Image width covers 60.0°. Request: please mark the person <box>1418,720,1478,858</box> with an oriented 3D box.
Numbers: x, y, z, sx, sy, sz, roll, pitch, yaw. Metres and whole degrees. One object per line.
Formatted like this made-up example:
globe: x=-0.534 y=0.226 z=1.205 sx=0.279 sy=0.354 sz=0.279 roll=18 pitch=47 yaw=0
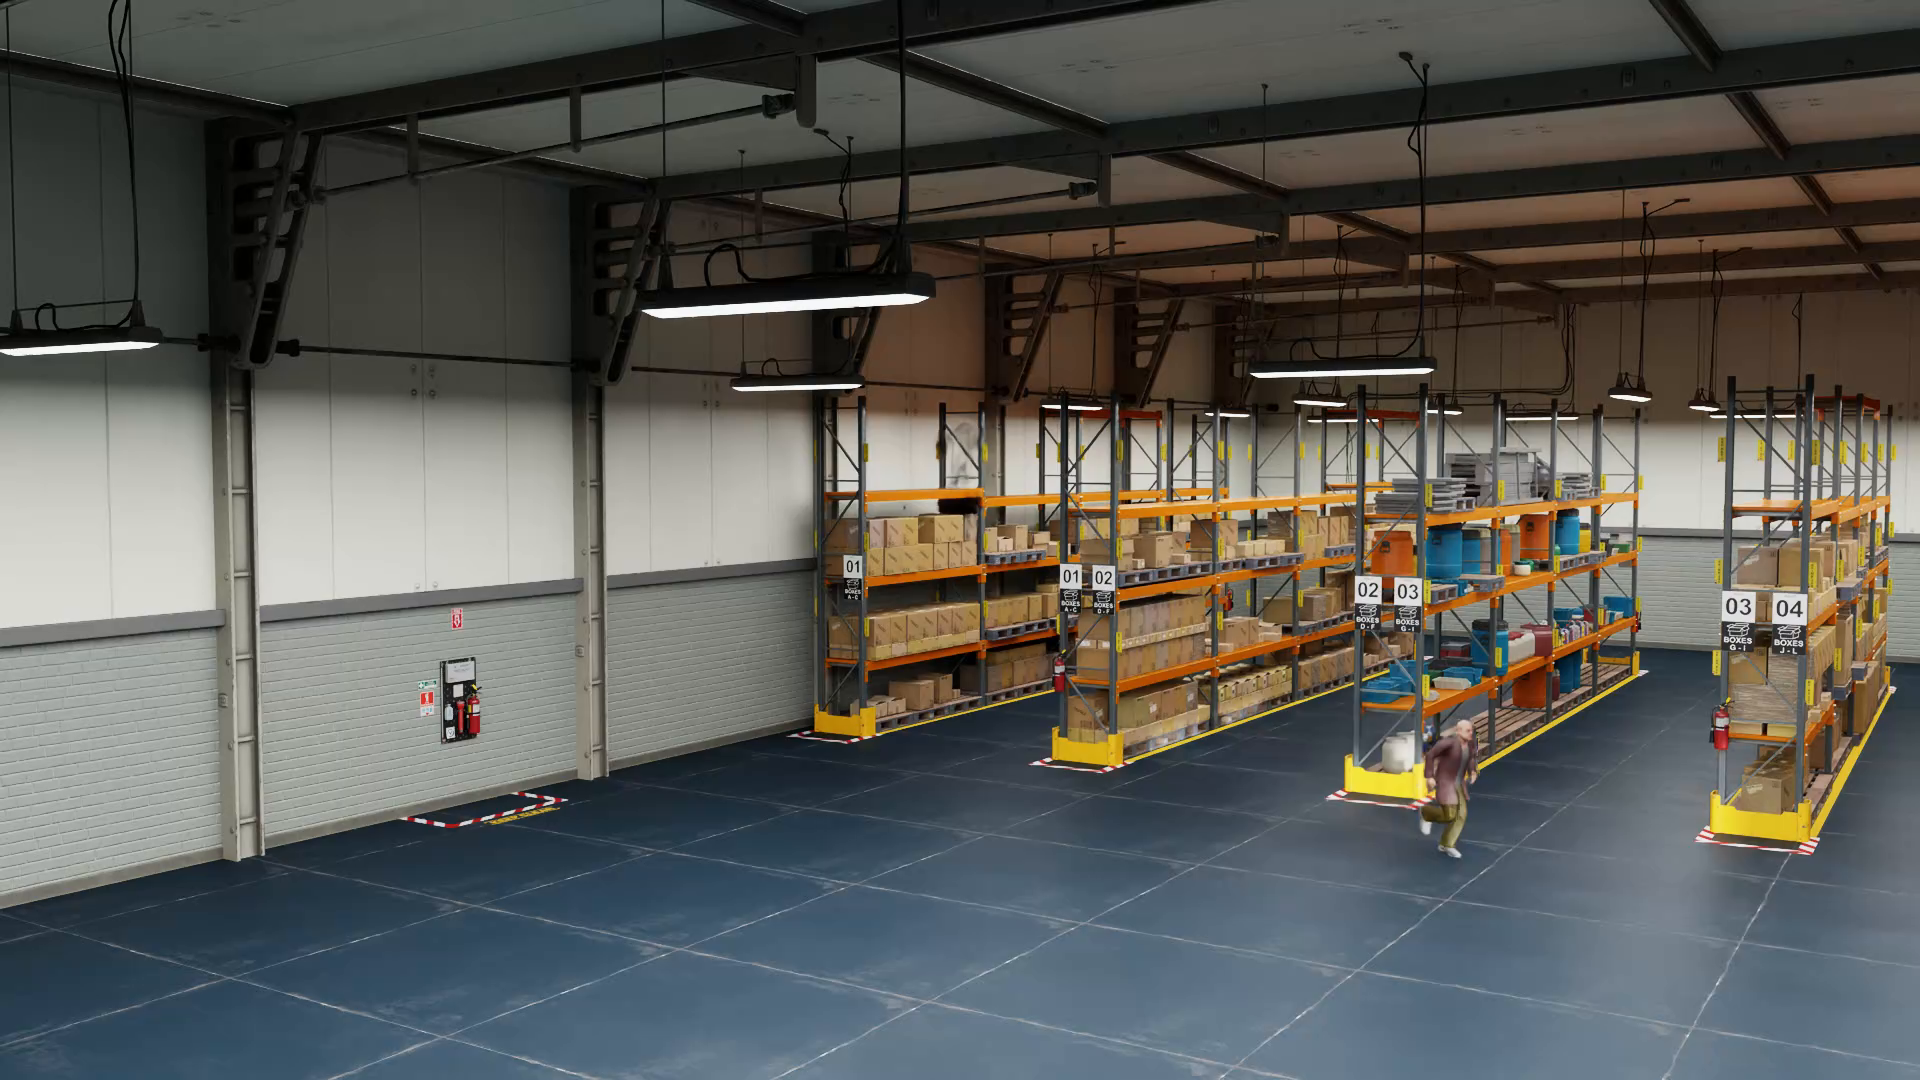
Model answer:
person: x=6.093 y=3.075 z=20.831 sx=0.706 sy=1.717 sz=0.810 roll=-2 pitch=4 yaw=-34
